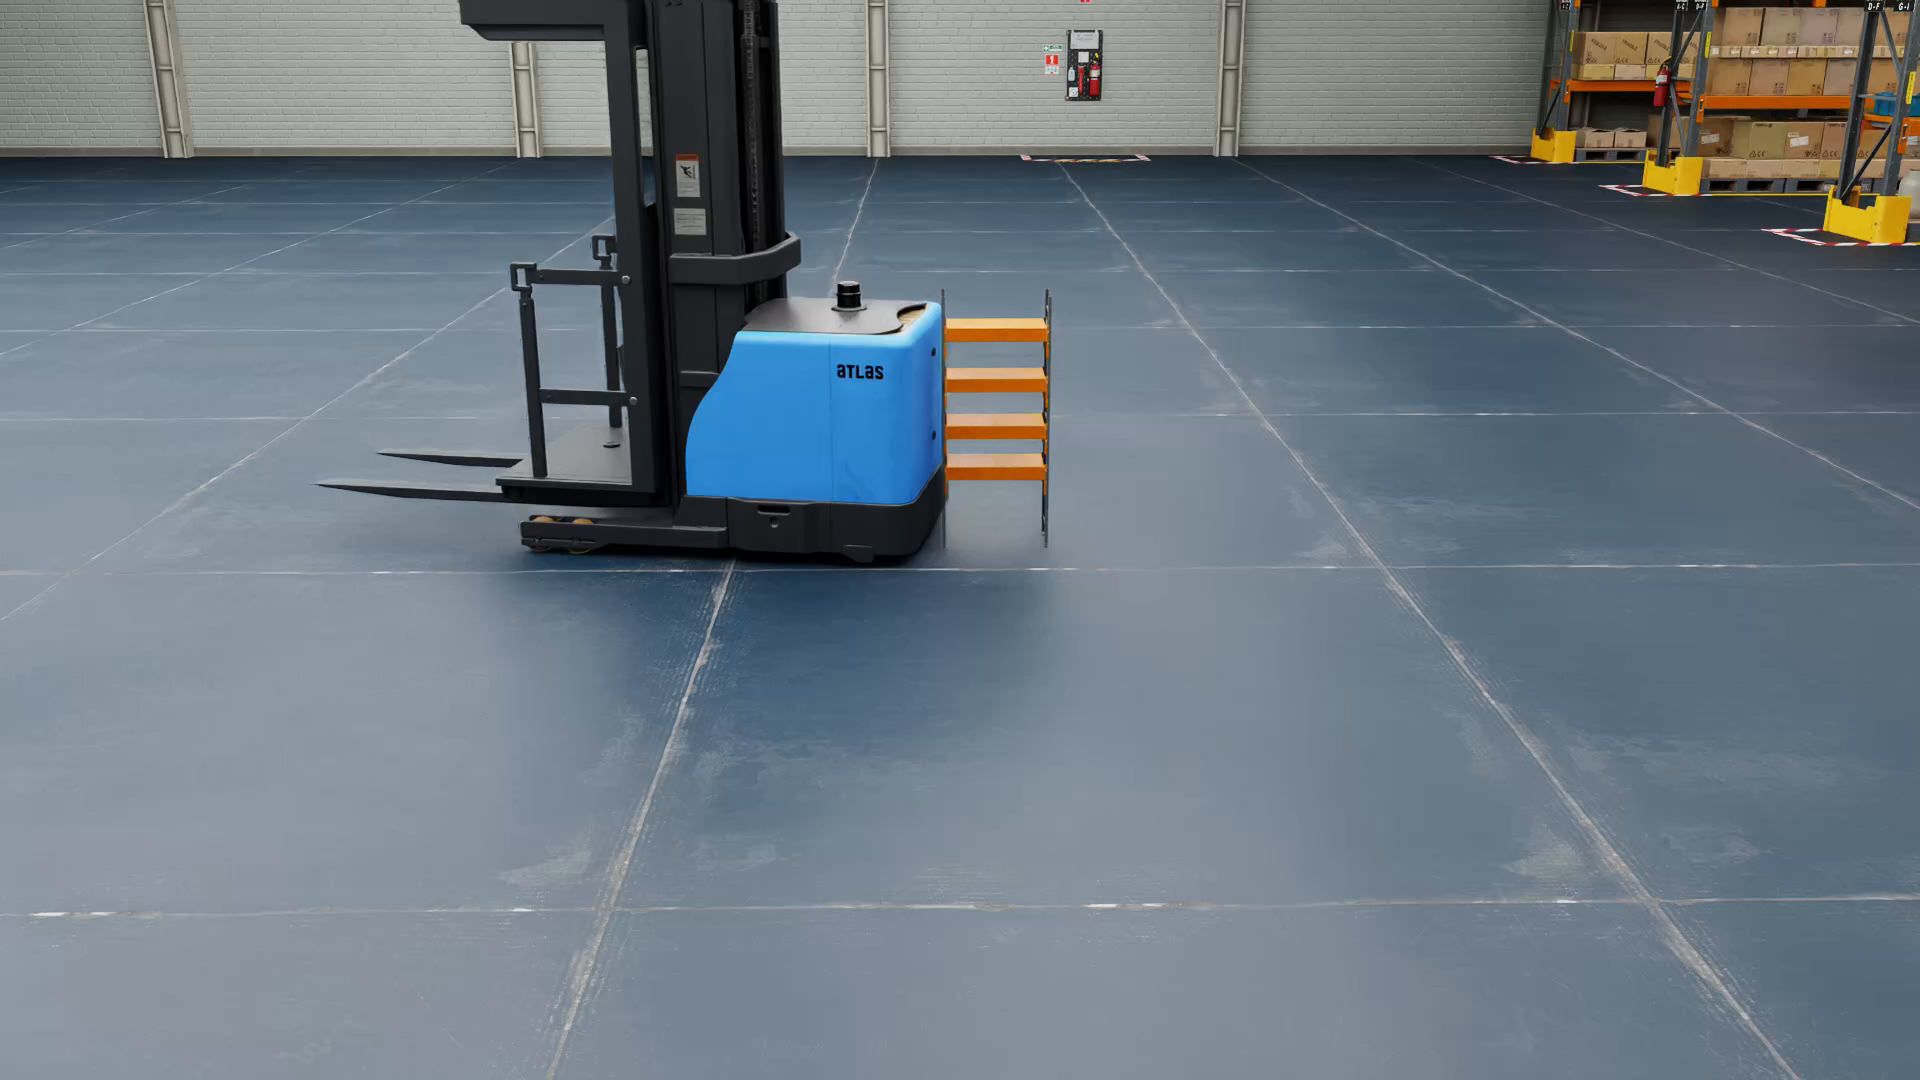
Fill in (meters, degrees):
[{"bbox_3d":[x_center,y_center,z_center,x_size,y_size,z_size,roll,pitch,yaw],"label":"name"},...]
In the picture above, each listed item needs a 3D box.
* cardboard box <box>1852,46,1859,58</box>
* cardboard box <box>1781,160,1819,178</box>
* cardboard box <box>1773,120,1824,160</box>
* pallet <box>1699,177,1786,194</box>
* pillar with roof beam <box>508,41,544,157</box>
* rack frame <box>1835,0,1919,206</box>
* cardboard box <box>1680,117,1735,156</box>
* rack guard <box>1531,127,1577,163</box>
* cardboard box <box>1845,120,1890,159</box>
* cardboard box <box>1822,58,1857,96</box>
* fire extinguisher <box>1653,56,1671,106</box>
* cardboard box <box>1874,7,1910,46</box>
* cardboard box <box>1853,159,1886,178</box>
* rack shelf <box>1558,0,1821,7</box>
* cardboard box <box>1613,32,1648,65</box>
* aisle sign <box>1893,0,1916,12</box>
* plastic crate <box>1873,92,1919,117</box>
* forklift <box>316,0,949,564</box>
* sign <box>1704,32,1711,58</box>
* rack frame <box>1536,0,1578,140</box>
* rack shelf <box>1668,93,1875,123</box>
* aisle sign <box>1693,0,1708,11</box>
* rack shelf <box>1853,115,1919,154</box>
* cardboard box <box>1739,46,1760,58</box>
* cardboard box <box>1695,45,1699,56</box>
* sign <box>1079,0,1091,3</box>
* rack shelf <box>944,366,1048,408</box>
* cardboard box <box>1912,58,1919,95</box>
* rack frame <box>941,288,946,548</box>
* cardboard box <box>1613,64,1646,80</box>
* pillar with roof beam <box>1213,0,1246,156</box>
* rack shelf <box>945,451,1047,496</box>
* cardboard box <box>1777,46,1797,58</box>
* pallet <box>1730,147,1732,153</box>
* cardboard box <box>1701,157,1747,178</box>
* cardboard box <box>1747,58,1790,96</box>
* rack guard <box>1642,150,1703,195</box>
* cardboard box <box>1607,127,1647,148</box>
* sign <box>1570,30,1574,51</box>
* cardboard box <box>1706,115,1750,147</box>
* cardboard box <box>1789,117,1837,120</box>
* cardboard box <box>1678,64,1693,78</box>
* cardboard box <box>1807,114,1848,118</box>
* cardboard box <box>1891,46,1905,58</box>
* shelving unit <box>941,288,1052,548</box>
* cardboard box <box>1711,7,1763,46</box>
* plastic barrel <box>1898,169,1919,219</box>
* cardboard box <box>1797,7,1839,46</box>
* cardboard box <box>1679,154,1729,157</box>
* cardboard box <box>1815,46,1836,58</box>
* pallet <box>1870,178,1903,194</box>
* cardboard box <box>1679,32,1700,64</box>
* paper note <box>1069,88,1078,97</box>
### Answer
[{"bbox_3d":[12.192,-6.643,22.619,0.250,0.149,0.380,0,18,1],"label":"cardboard box"},{"bbox_3d":[11.535,-5.173,23.076,0.500,0.250,0.500,0,18,-1],"label":"cardboard box"},{"bbox_3d":[11.535,-5.533,22.972,0.500,0.500,0.500,0,18,-1],"label":"cardboard box"},{"bbox_3d":[10.760,-5.030,23.383,1.213,0.211,1.003,0,18,-1],"label":"pallet"},{"bbox_3d":[-7.330,-9.577,23.170,0.400,9.000,9.100,0,18,-1],"label":"pillar with roof beam"},{"bbox_3d":[10.070,-4.829,18.190,0.127,3.000,1.000,0,18,-1],"label":"rack frame"},{"bbox_3d":[10.527,-5.683,23.438,0.500,0.500,0.500,0,18,-1],"label":"cardboard box"},{"bbox_3d":[9.990,-6.665,28.005,0.348,0.500,1.175,0,18,-1],"label":"rack guard"},{"bbox_3d":[12.535,-5.537,22.984,0.500,0.500,0.500,0,18,-1],"label":"cardboard box"},{"bbox_3d":[12.010,-6.396,22.911,0.500,0.500,0.700,0,18,1],"label":"cardboard box"},{"bbox_3d":[9.870,-6.446,23.358,0.183,0.674,0.296,0,18,-1],"label":"fire extinguisher"},{"bbox_3d":[12.546,-7.017,22.724,0.500,0.500,0.700,0,18,-1],"label":"cardboard box"},{"bbox_3d":[12.535,-5.176,23.087,0.500,0.250,0.500,0,18,-1],"label":"cardboard box"},{"bbox_3d":[11.913,-8.950,27.304,4.000,0.370,1.077,0,18,-1],"label":"rack shelf"},{"bbox_3d":[10.890,-8.060,27.246,0.500,0.500,0.500,0,18,-1],"label":"cardboard box"},{"bbox_3d":[10.003,-5.977,17.512,0.004,0.787,0.394,0,18,-1],"label":"aisle sign"},{"bbox_3d":[10.566,-4.852,18.505,0.616,0.251,0.499,0,18,-1],"label":"plastic crate"},{"bbox_3d":[-1.622,-1.483,7.873,3.031,2.935,1.130,3,18,9],"label":"forklift"},{"bbox_3d":[9.998,-6.622,22.233,0.005,0.325,0.100,0,18,-1],"label":"sign"},{"bbox_3d":[9.914,-7.854,27.622,0.127,3.000,1.000,0,18,-1],"label":"rack frame"},{"bbox_3d":[11.995,-6.009,23.046,4.000,0.370,1.077,0,18,-1],"label":"rack shelf"},{"bbox_3d":[9.935,-7.486,22.216,0.004,0.787,0.394,0,18,-1],"label":"aisle sign"},{"bbox_3d":[12.070,-4.496,18.329,4.000,0.370,1.077,0,18,-1],"label":"rack shelf"},{"bbox_3d":[10.655,-6.636,22.599,0.250,0.149,0.380,-1,18,-2],"label":"cardboard box"},{"bbox_3d":[10.375,-6.758,22.978,0.250,0.149,0.380,-1,18,-2],"label":"cardboard box"},{"bbox_3d":[2.120,-9.227,28.106,0.199,0.298,0.001,0,18,-1],"label":"sign"},{"bbox_3d":[0.166,-0.721,7.819,0.480,0.148,0.258,0,18,-1],"label":"rack shelf"},{"bbox_3d":[13.024,-6.400,22.924,0.500,0.500,0.700,0,18,-1],"label":"cardboard box"},{"bbox_3d":[-0.078,-0.571,7.863,0.015,1.200,0.240,0,18,-1],"label":"rack frame"},{"bbox_3d":[10.926,-7.705,27.368,0.500,0.250,0.500,-1,18,-3],"label":"cardboard box"},{"bbox_3d":[4.669,-9.635,23.351,0.400,9.000,9.100,0,18,-1],"label":"pillar with roof beam"},{"bbox_3d":[0.166,-0.319,7.948,0.480,0.148,0.258,0,18,-1],"label":"rack shelf"},{"bbox_3d":[11.157,-6.638,22.603,0.250,0.149,0.380,-1,18,-2],"label":"cardboard box"},{"bbox_3d":[13.242,-6.532,28.064,1.213,0.211,1.003,0,18,-1],"label":"pallet"},{"bbox_3d":[10.535,-5.167,23.058,0.500,0.250,0.500,0,18,-1],"label":"cardboard box"},{"bbox_3d":[10.988,-6.392,22.898,0.500,0.500,0.700,0,18,1],"label":"cardboard box"},{"bbox_3d":[9.972,-5.151,23.287,0.348,0.500,1.175,0,18,-1],"label":"rack guard"},{"bbox_3d":[11.177,-6.762,27.899,0.500,0.311,0.500,1,18,4],"label":"cardboard box"},{"bbox_3d":[9.922,-8.101,26.973,0.005,0.325,0.100,0,18,-1],"label":"sign"},{"bbox_3d":[12.876,-6.876,27.943,0.500,0.500,0.500,-2,18,-5],"label":"cardboard box"},{"bbox_3d":[12.027,-5.694,23.474,0.500,0.500,0.500,0,18,-1],"label":"cardboard box"},{"bbox_3d":[11.941,-7.707,27.376,0.500,0.250,0.500,0,18,0],"label":"cardboard box"},{"bbox_3d":[14.649,-6.902,28.024,0.500,0.500,0.700,0,18,1],"label":"cardboard box"},{"bbox_3d":[12.709,-6.646,22.630,0.250,0.149,0.380,0,18,-1],"label":"cardboard box"},{"bbox_3d":[0.166,-0.572,7.867,0.503,1.200,0.258,0,18,-1],"label":"shelving unit"},{"bbox_3d":[10.516,-7.006,22.688,0.500,0.500,0.700,0,18,-1],"label":"cardboard box"},{"bbox_3d":[10.727,-3.871,18.588,0.421,0.512,0.421,0,18,0],"label":"plastic barrel"},{"bbox_3d":[11.545,-7.012,22.709,0.500,0.500,0.700,0,18,-1],"label":"cardboard box"},{"bbox_3d":[10.527,-5.325,23.551,0.500,0.250,0.500,0,18,-1],"label":"cardboard box"},{"bbox_3d":[11.679,-6.641,22.613,0.250,0.149,0.380,-1,18,-2],"label":"cardboard box"},{"bbox_3d":[13.199,-5.042,23.420,1.213,0.211,1.003,0,18,-1],"label":"pallet"},{"bbox_3d":[11.923,-8.066,27.267,0.500,0.500,0.500,0,18,1],"label":"cardboard box"},{"bbox_3d":[1.951,-7.694,28.563,0.142,0.148,0.016,0,18,-1],"label":"paper note"}]
